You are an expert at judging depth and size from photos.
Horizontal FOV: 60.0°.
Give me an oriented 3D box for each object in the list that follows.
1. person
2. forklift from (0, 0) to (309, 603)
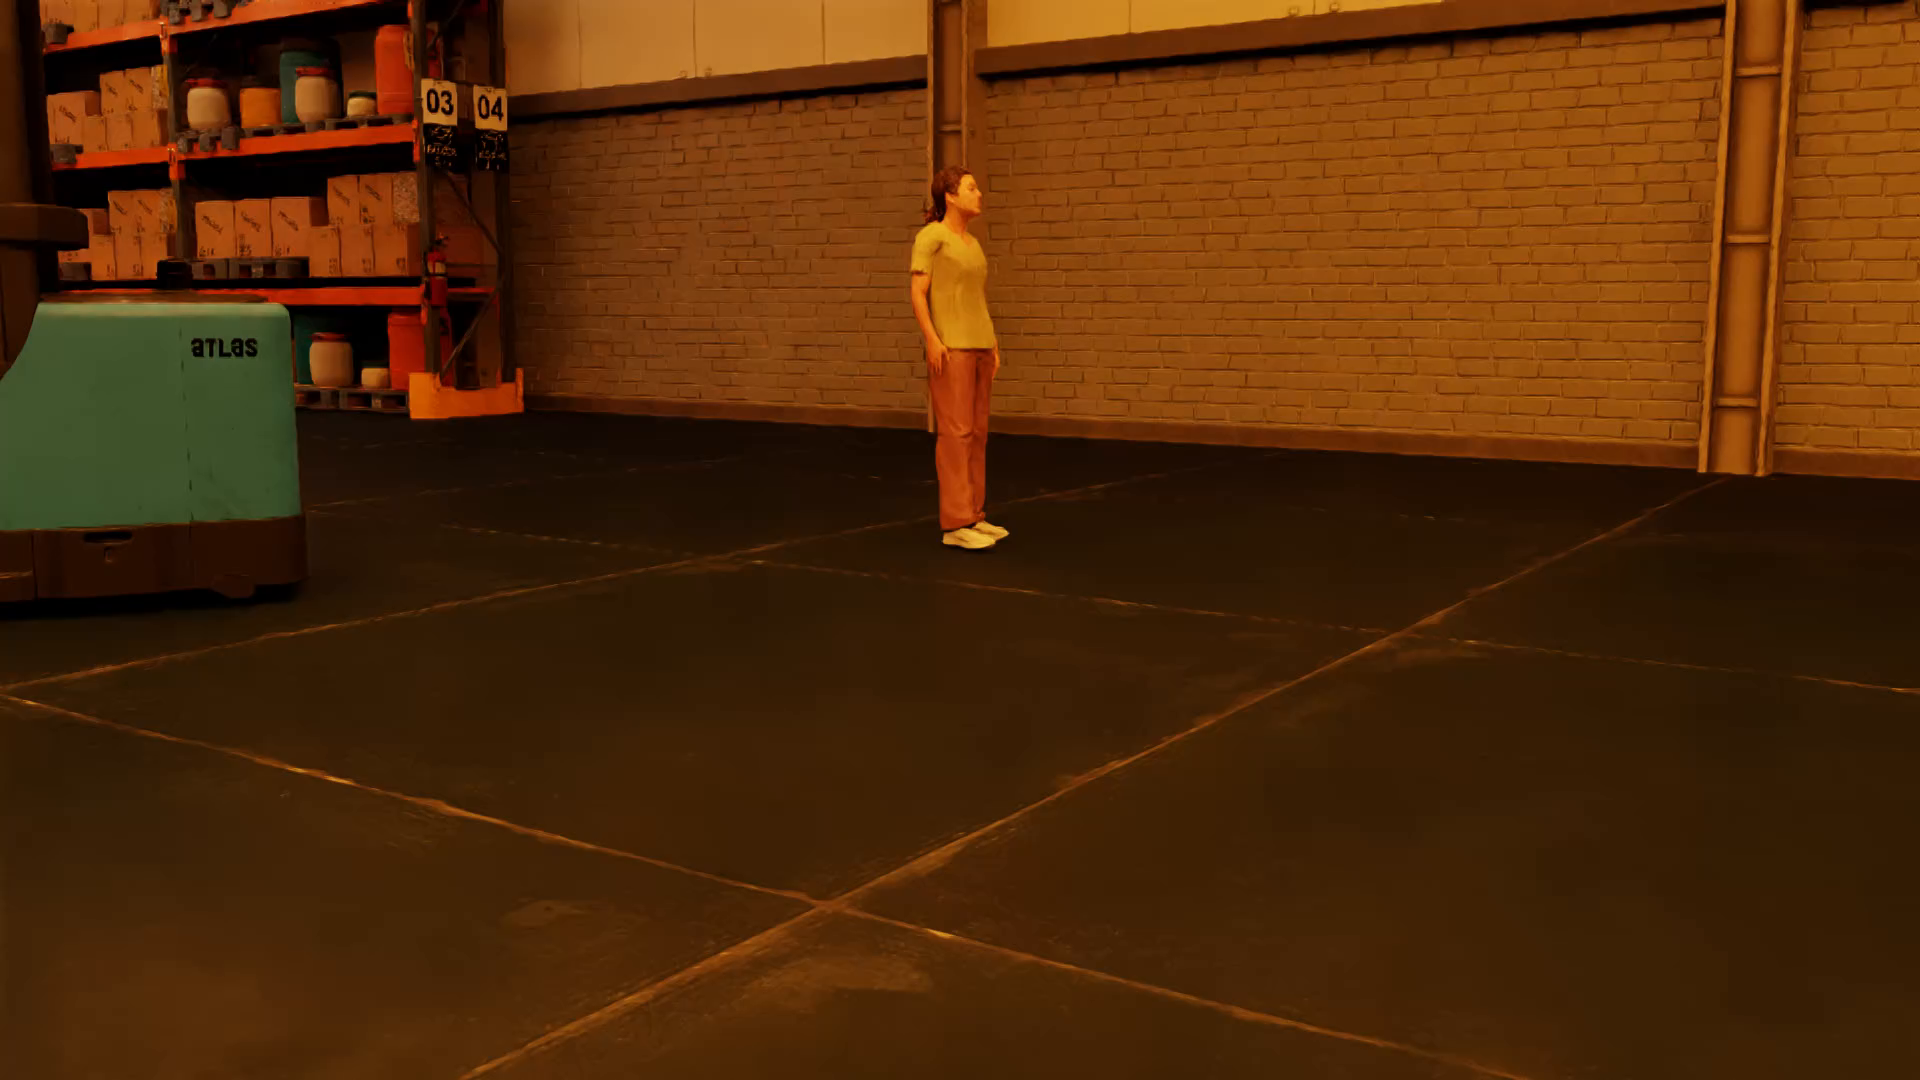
[{"bbox_3d":[0.055,-0.829,7.435,0.548,1.674,0.554,5,10,34],"label":"person"},{"bbox_3d":[-3.952,-1.211,5.707,3.031,2.935,1.130,-3,9,-23],"label":"forklift"}]
